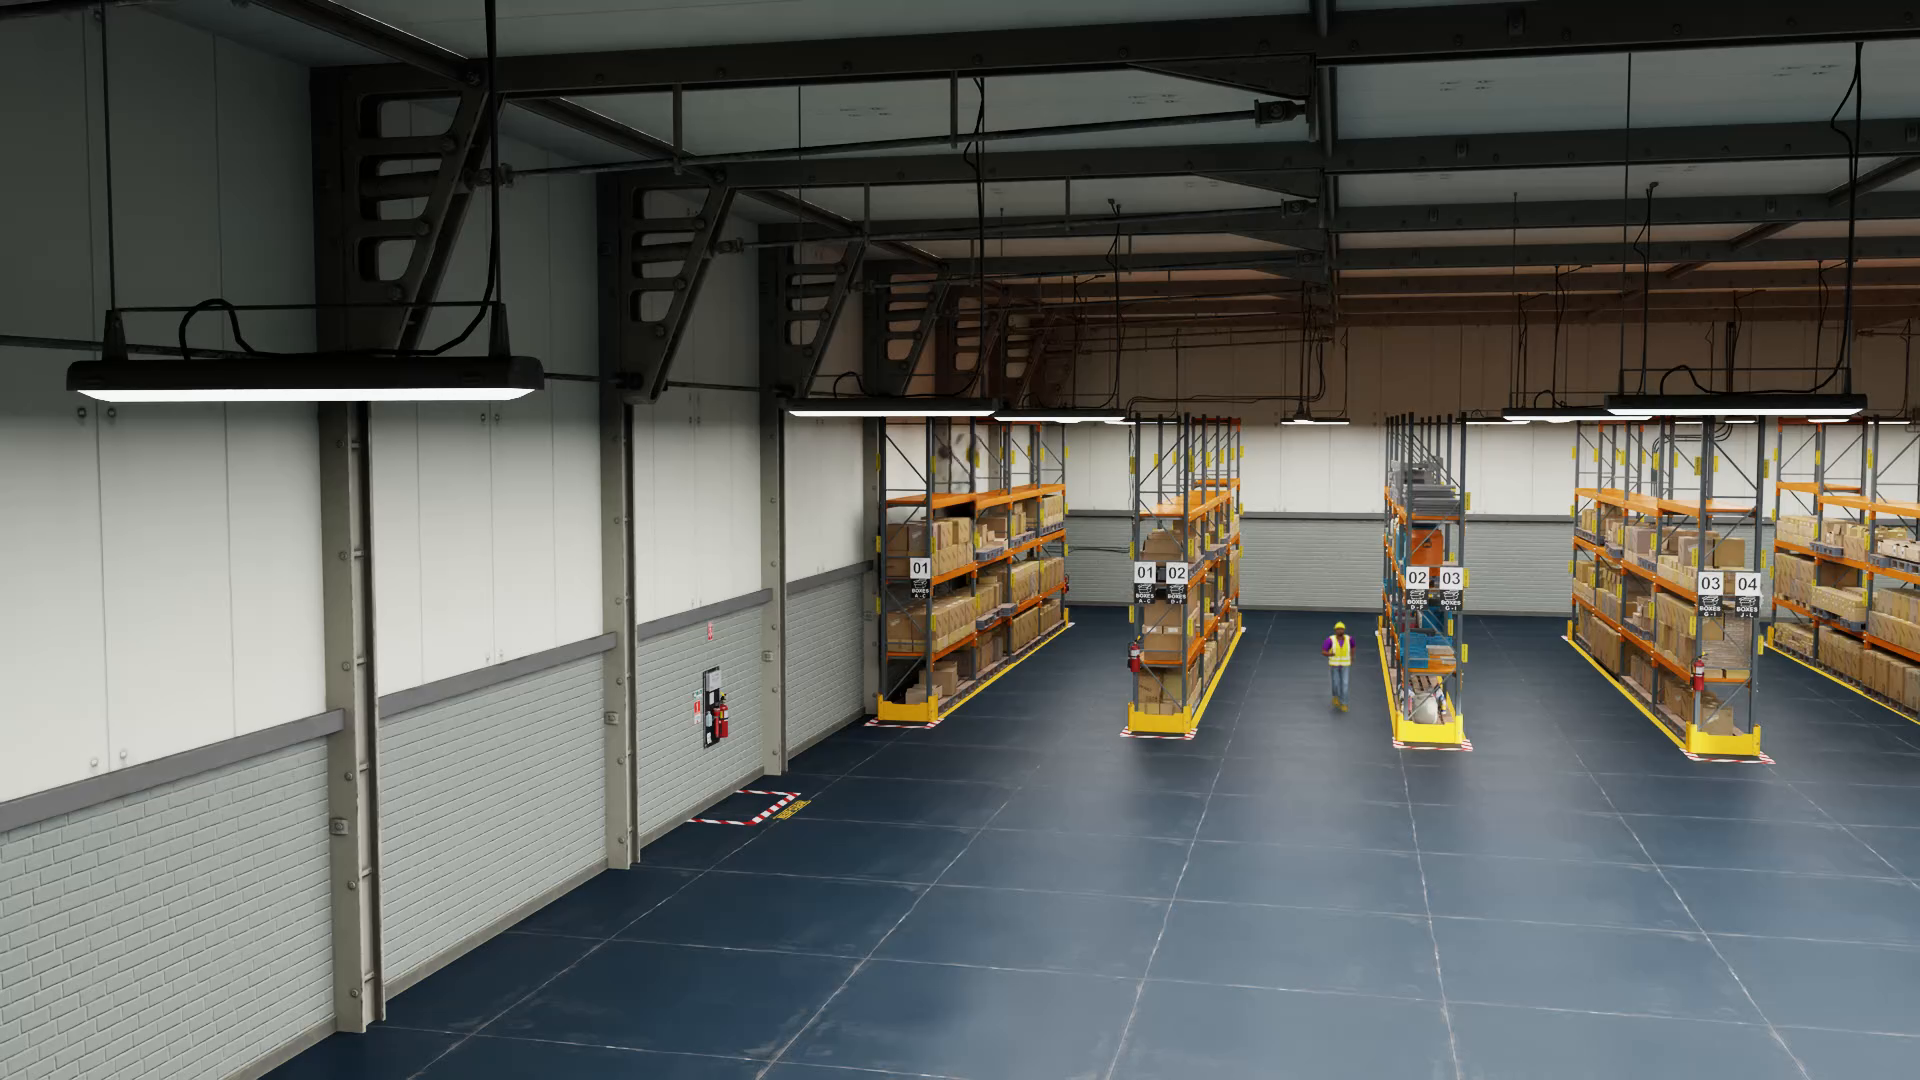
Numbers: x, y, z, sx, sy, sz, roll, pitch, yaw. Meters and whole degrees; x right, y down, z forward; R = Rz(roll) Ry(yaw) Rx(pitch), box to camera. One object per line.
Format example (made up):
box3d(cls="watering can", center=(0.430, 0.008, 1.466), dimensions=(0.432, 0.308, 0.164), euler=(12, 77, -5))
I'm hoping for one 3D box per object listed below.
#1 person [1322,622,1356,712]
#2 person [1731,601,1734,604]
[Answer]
box3d(cls="person", center=(7.660, 2.536, 33.586), dimensions=(0.702, 1.754, 0.963), euler=(0, 4, 5))
box3d(cls="person", center=(20.673, 1.917, 44.460), dimensions=(0.495, 1.636, 0.660), euler=(-1, 4, -13))
